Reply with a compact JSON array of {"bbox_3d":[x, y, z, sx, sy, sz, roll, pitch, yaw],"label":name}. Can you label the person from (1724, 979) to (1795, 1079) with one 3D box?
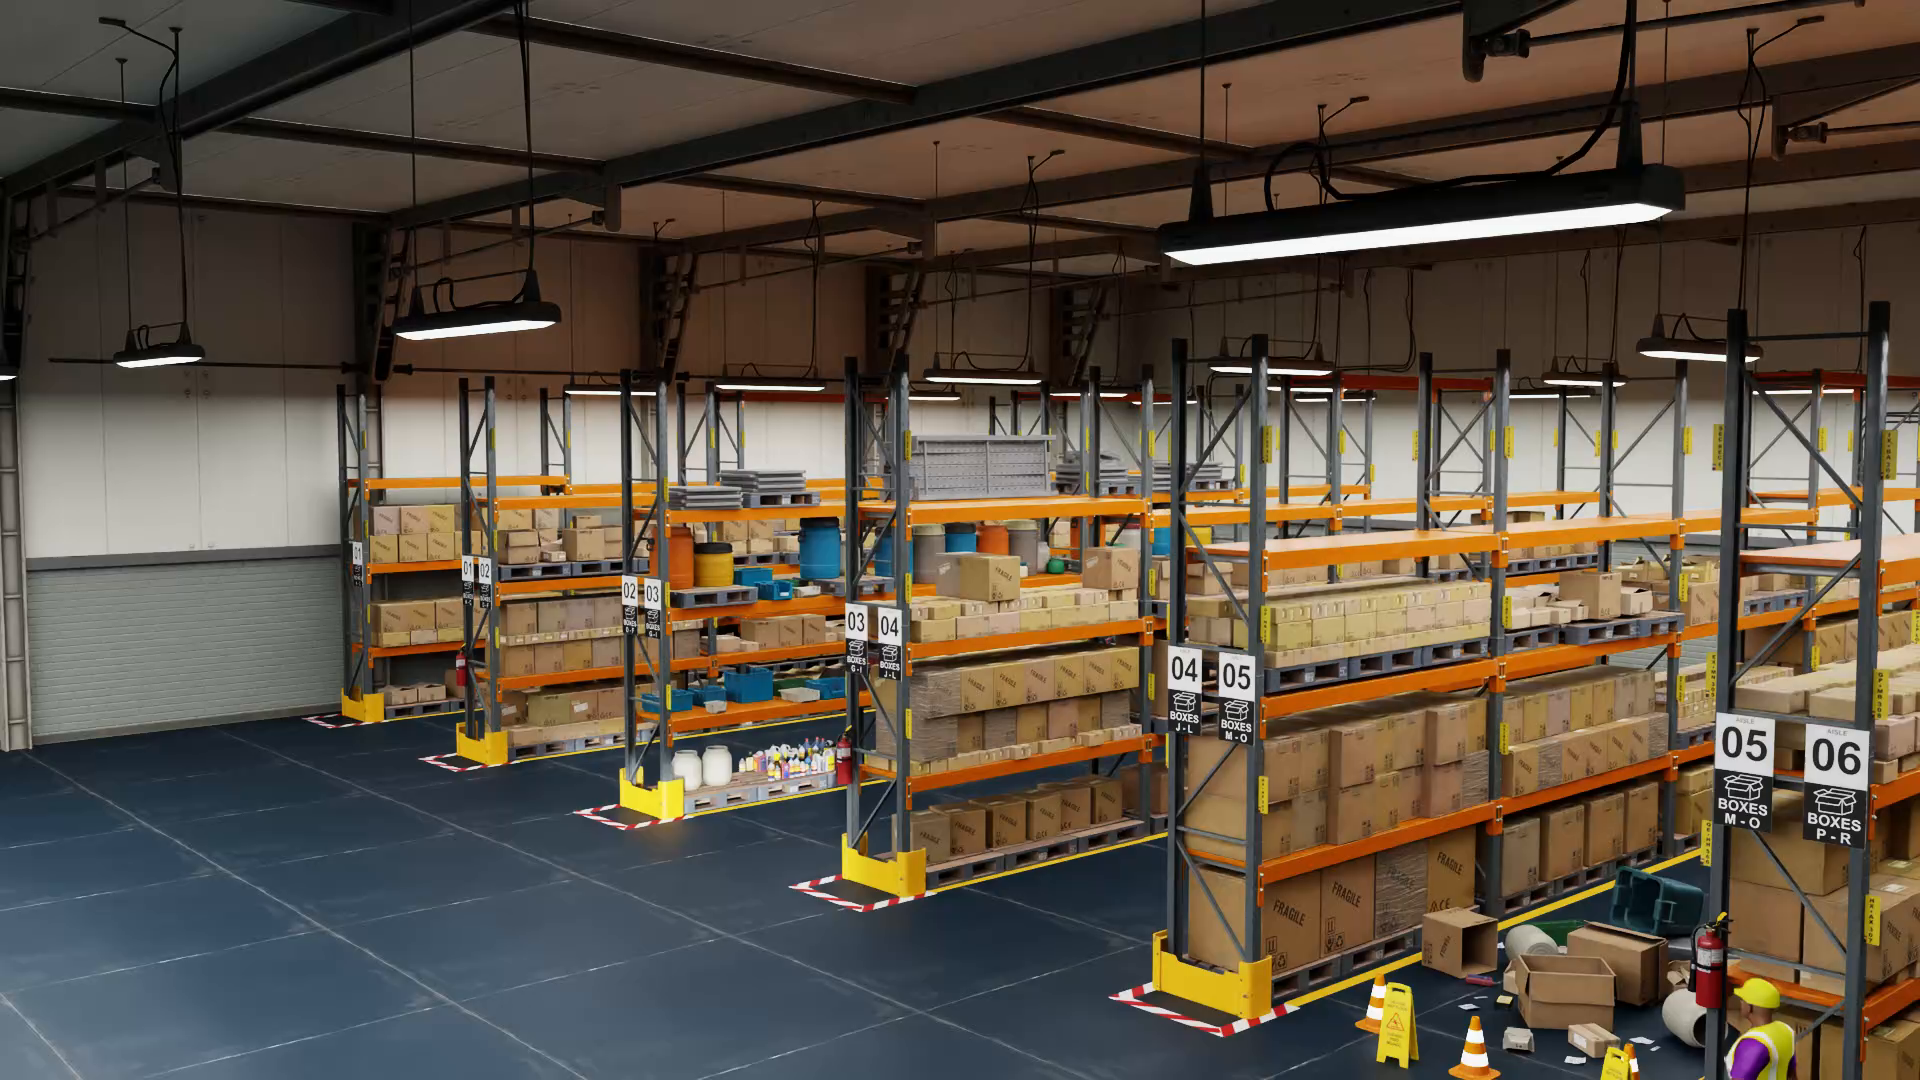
[{"bbox_3d":[4.904,3.599,10.435,1.052,1.705,0.510,1,4,14],"label":"person"}]
